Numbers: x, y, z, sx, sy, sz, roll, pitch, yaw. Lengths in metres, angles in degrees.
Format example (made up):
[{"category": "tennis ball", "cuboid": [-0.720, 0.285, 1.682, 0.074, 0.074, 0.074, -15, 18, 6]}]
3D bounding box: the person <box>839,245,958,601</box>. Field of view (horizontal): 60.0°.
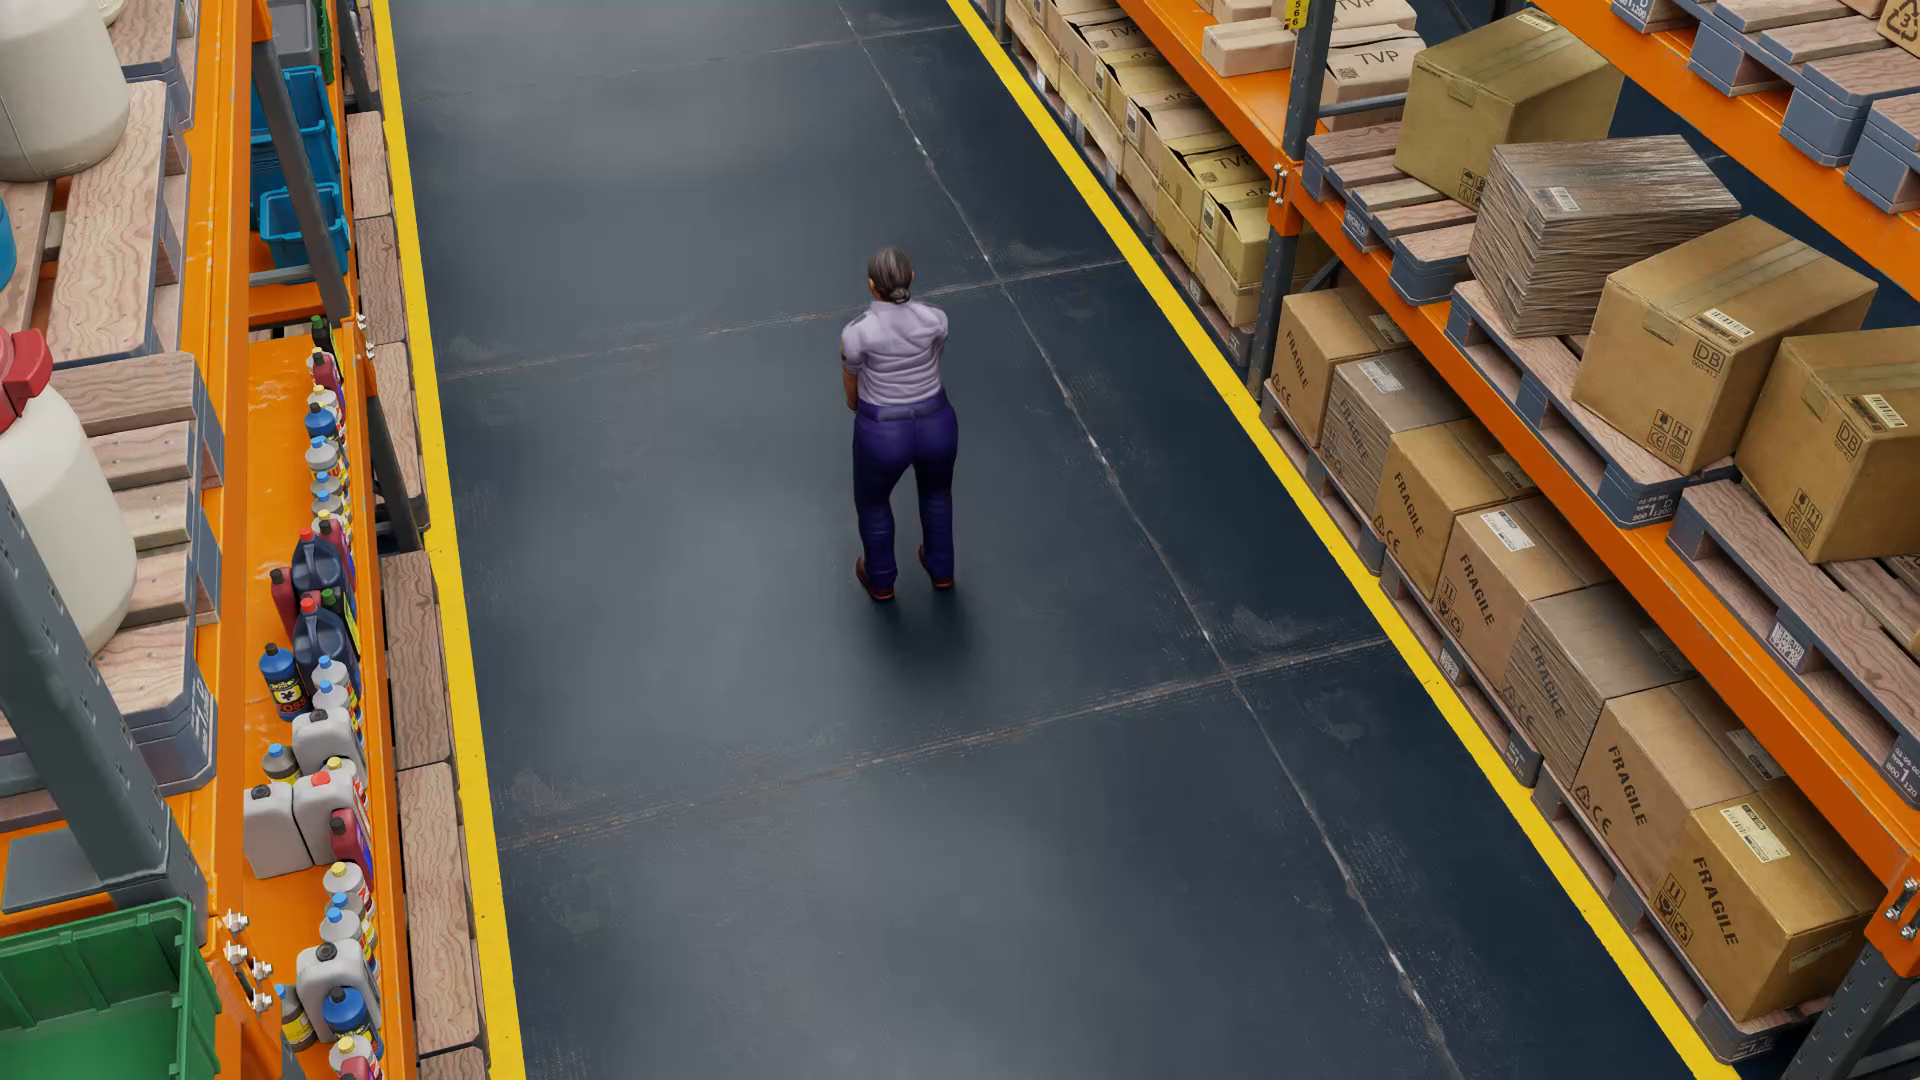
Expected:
[{"category": "person", "cuboid": [-0.259, -0.479, 6.717, 0.435, 1.627, 0.544, -13, 44, -14]}]
